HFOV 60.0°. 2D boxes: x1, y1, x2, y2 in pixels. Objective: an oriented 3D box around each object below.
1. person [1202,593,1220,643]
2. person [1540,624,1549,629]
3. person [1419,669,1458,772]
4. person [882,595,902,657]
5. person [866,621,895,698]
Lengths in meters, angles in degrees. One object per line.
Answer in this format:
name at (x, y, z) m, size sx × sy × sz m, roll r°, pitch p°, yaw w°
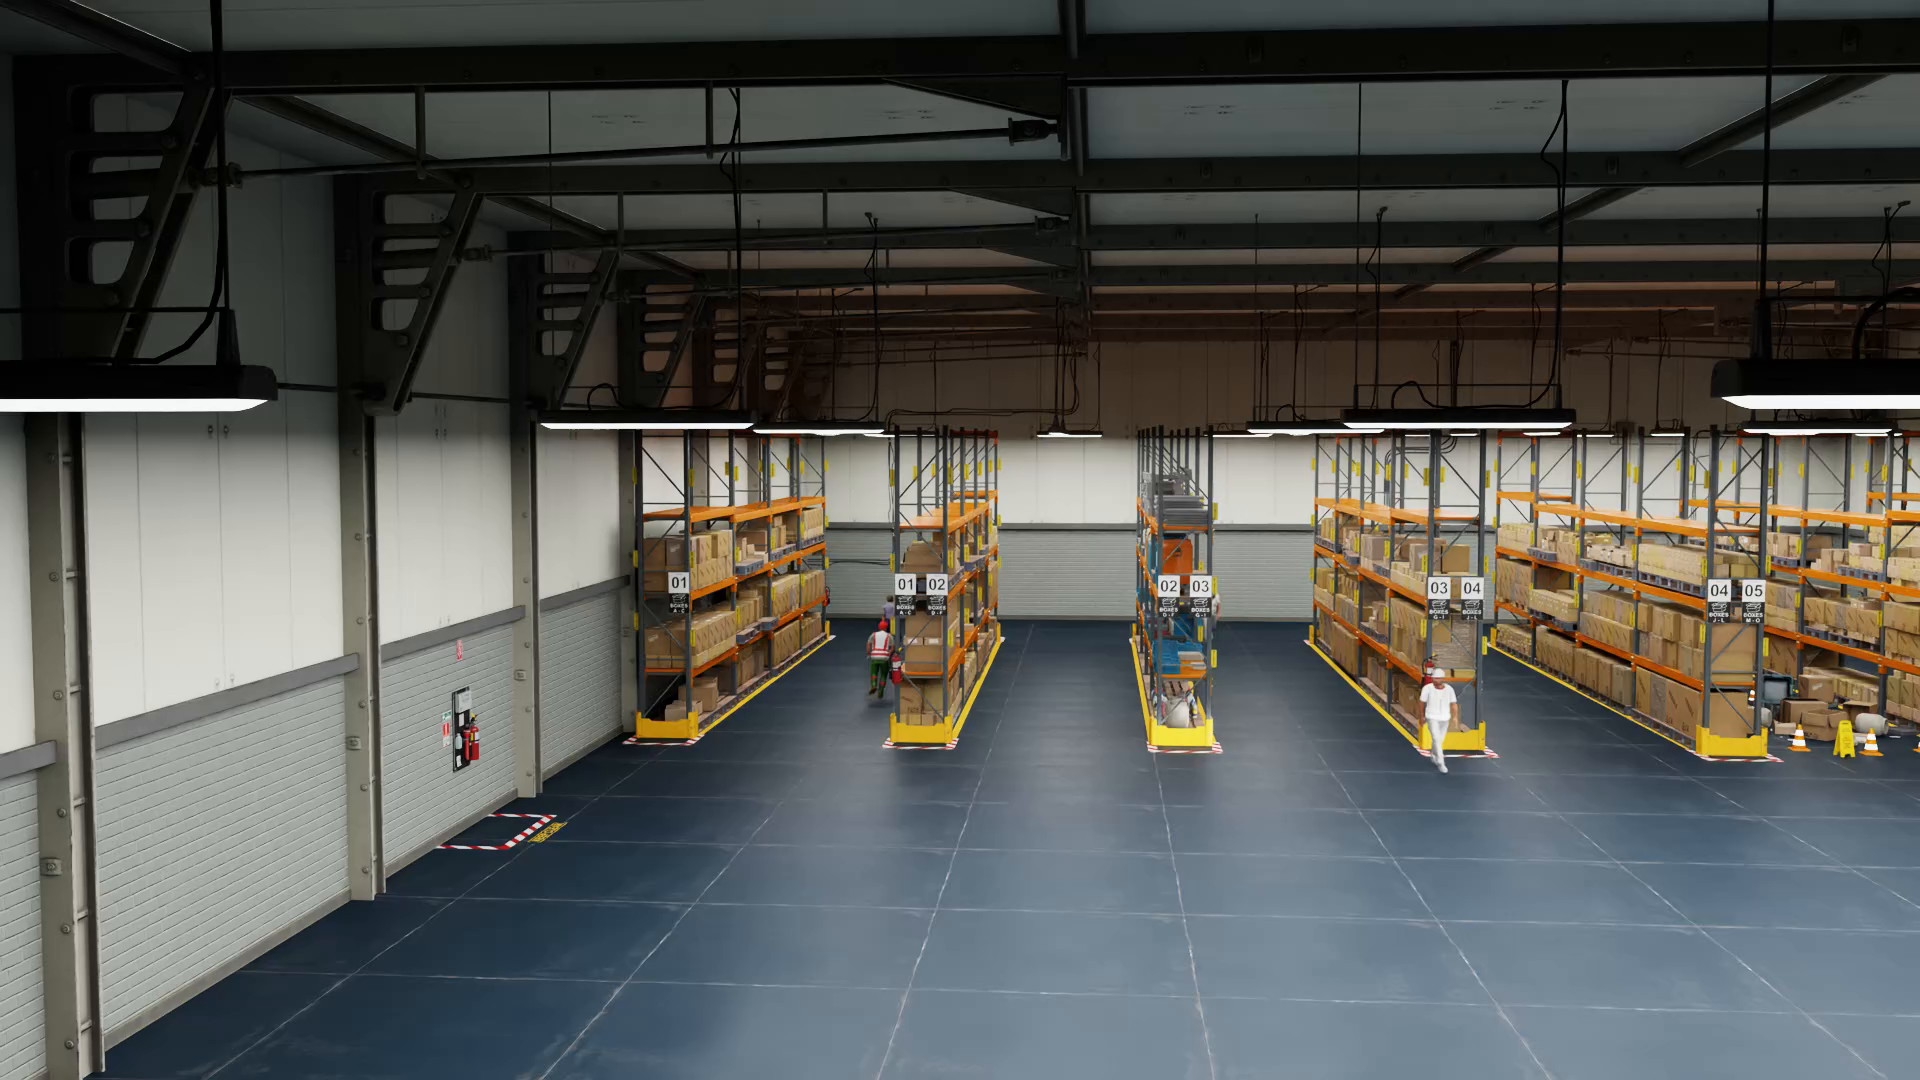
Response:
person at (7.065, 2.032, 46.930) m, size 0.530 × 1.715 × 0.951 m, roll 0°, pitch 3°, yaw 1°
person at (17.419, 1.852, 49.544) m, size 0.864 × 1.753 × 0.597 m, roll -3°, pitch 4°, yaw -36°
person at (8.326, 3.095, 28.851) m, size 0.599 × 1.722 × 0.930 m, roll 0°, pitch 3°, yaw -4°
person at (-1.842, 2.267, 43.854) m, size 0.520 × 1.648 × 0.468 m, roll 2°, pitch 4°, yaw 34°
person at (-1.770, 2.655, 37.154) m, size 0.657 × 1.685 × 0.787 m, roll 0°, pitch 3°, yaw 6°
